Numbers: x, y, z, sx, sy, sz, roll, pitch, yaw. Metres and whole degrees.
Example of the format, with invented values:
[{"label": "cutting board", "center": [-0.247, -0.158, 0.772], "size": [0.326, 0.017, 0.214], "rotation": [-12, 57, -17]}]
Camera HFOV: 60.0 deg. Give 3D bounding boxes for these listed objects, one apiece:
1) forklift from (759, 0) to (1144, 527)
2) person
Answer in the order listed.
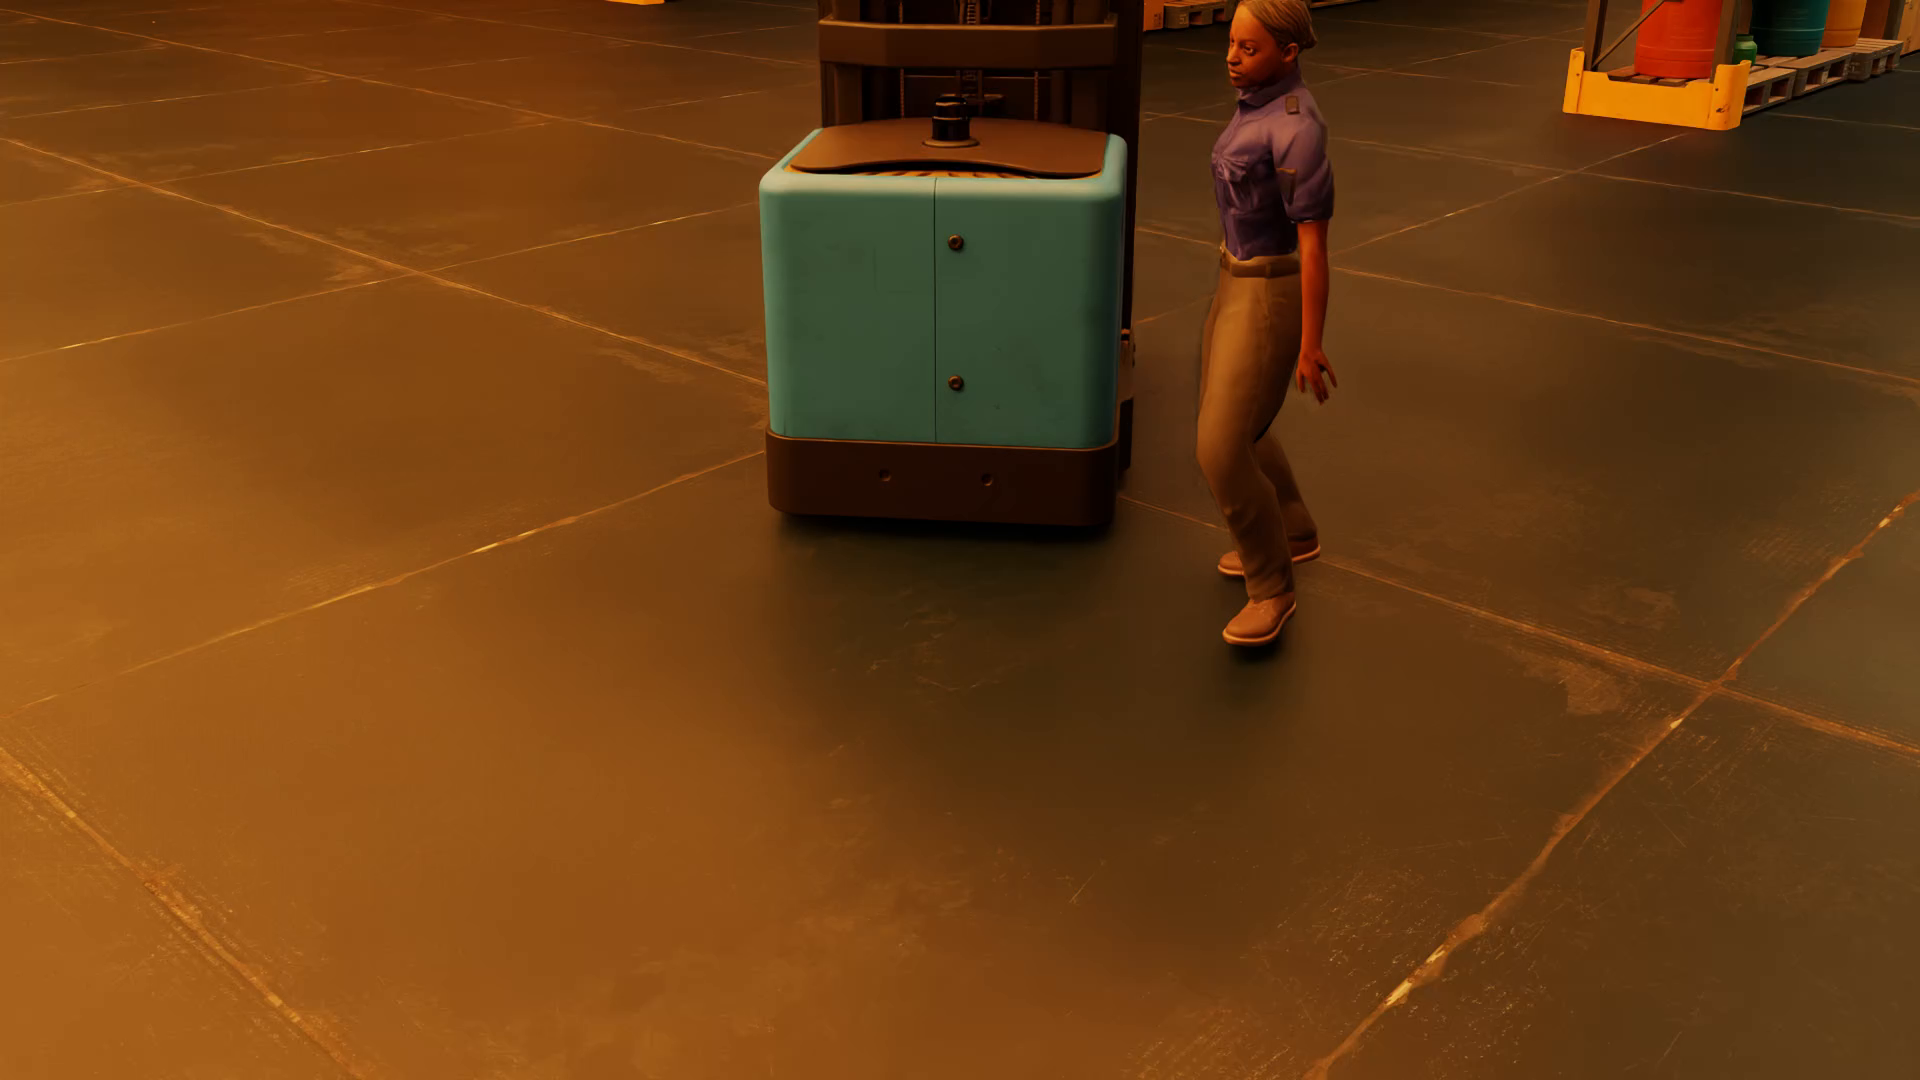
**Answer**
[{"label": "forklift", "center": [0.098, -1.939, 5.747], "size": [1.130, 2.935, 3.031], "rotation": [3, 24, 6]}, {"label": "person", "center": [0.815, -0.596, 4.299], "size": [0.414, 1.627, 0.811], "rotation": [1, 24, 2]}]
